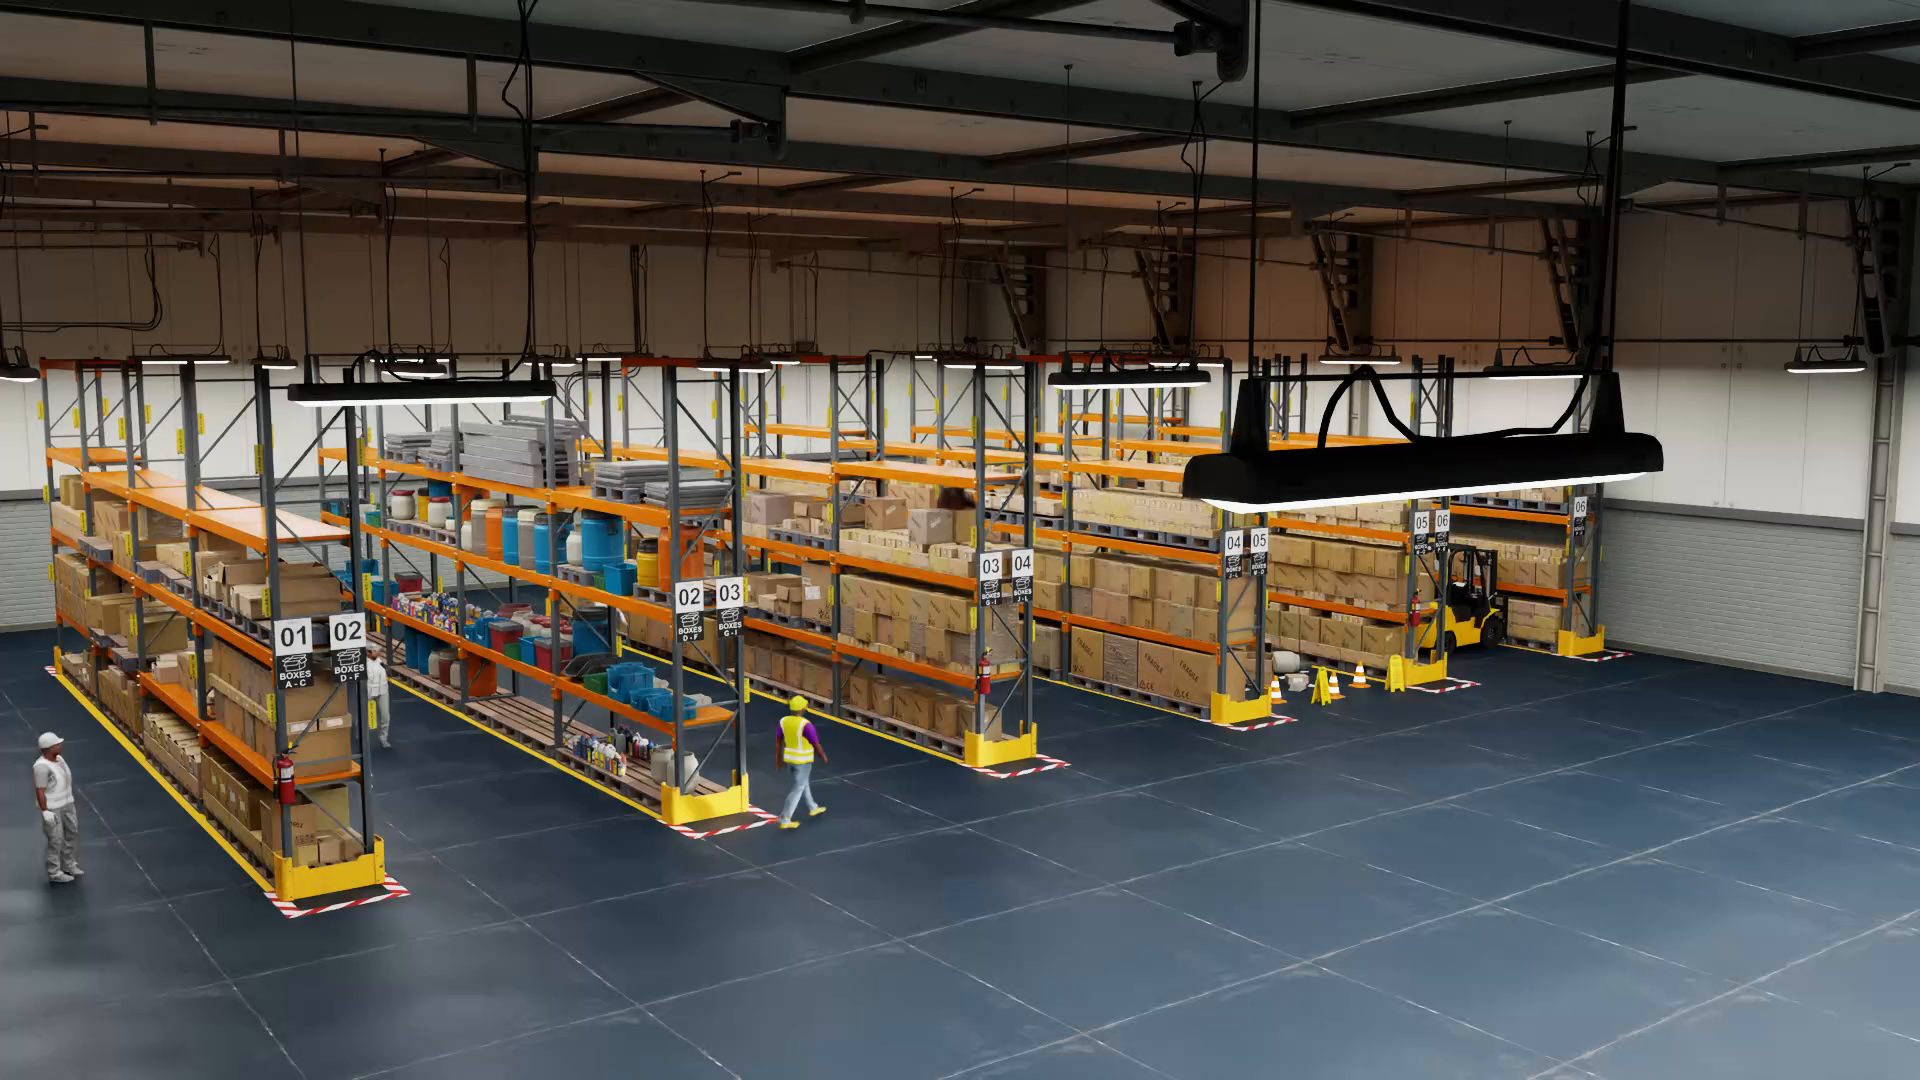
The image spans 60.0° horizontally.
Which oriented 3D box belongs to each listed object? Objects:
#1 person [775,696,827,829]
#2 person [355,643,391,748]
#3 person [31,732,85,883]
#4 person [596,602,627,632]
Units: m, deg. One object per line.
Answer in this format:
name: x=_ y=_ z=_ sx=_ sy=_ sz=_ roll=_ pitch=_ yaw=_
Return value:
person: x=-2.036 y=2.850 z=21.755 sx=0.611 sy=1.701 sz=1.008 roll=6 pitch=9 yaw=42
person: x=-9.156 y=2.399 z=25.952 sx=0.490 sy=1.631 sz=0.665 roll=-6 pitch=9 yaw=-39
person: x=-10.589 y=3.129 z=19.494 sx=0.415 sy=1.805 sz=0.647 roll=1 pitch=7 yaw=9
person: x=-6.753 y=1.688 z=31.982 sx=0.605 sy=1.674 sz=0.958 roll=-4 pitch=8 yaw=-32
